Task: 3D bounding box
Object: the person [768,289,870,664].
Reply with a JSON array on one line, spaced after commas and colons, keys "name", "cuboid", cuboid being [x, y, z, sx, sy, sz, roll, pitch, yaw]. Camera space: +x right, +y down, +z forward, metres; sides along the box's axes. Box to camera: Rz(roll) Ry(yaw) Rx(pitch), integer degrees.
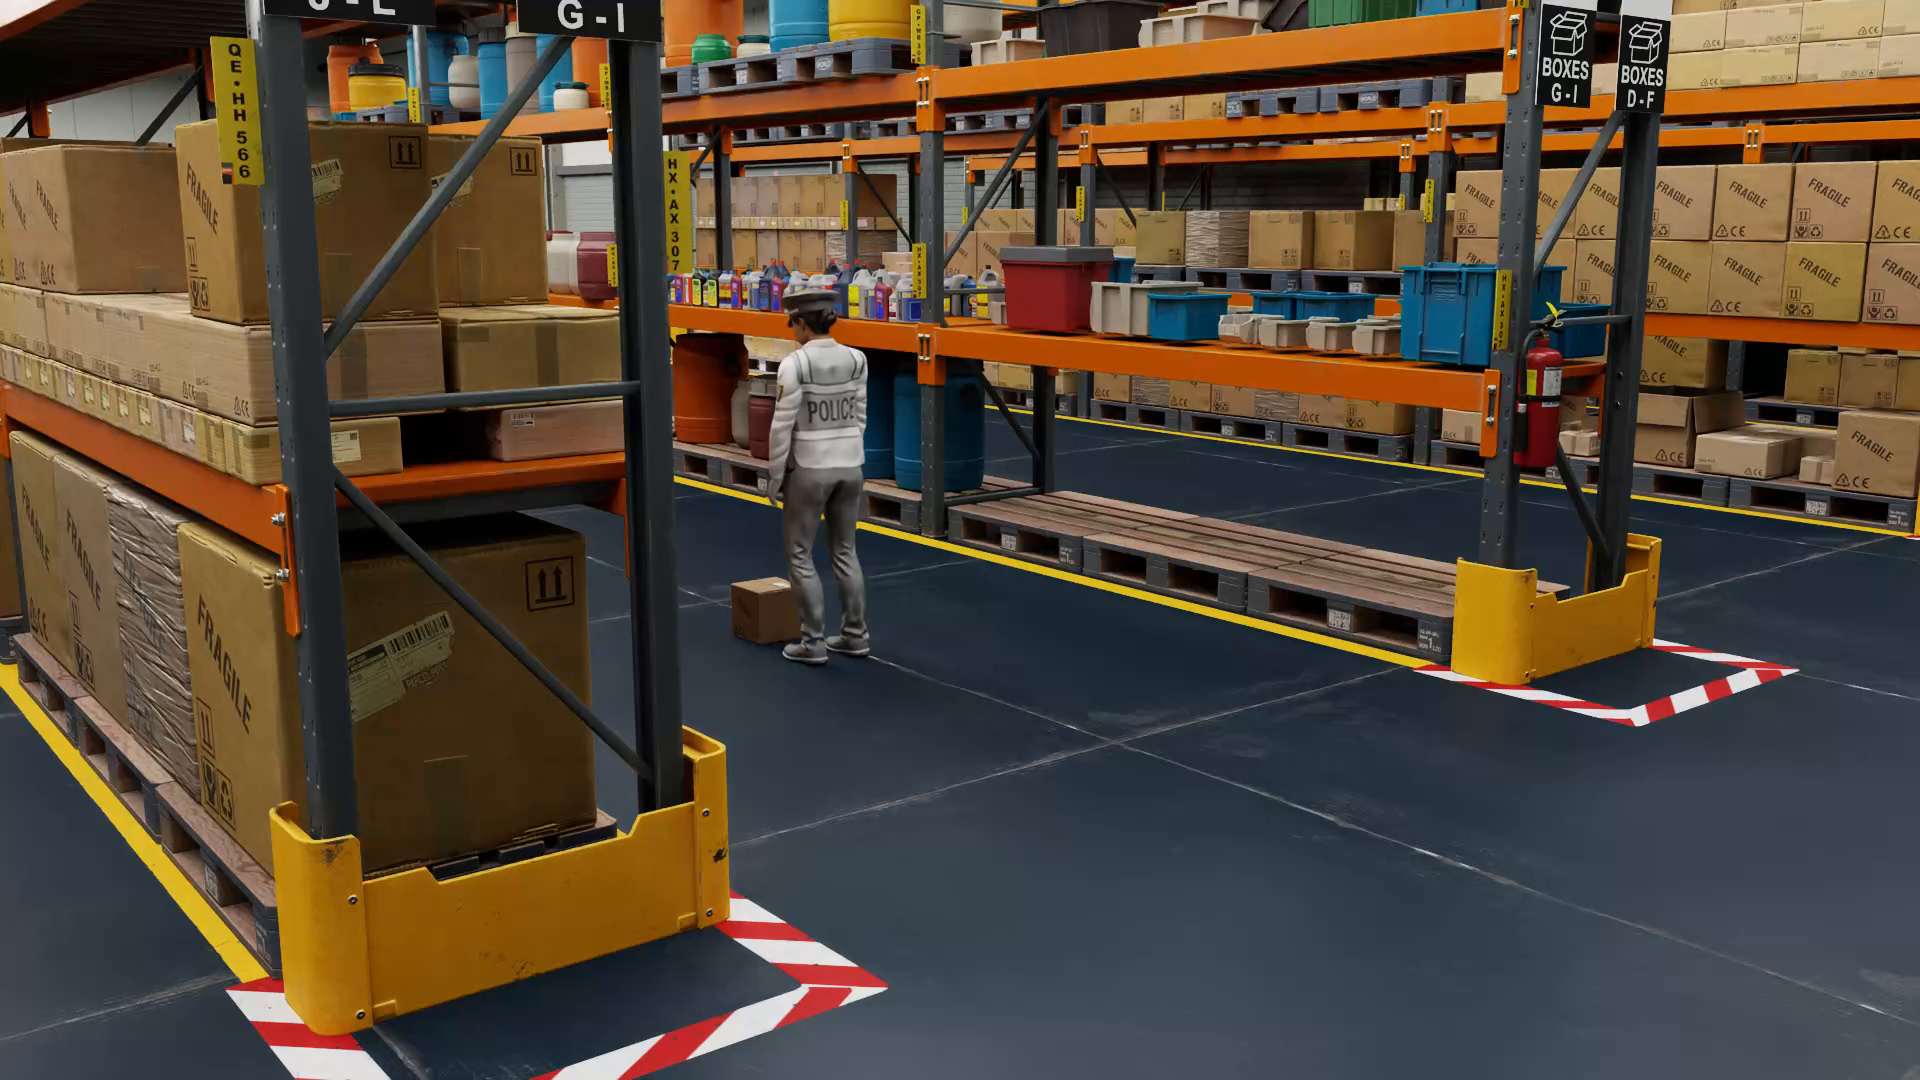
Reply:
[{"name": "person", "cuboid": [-0.630, -0.271, 7.389, 0.476, 1.647, 0.338, -8, 14, -37]}]
